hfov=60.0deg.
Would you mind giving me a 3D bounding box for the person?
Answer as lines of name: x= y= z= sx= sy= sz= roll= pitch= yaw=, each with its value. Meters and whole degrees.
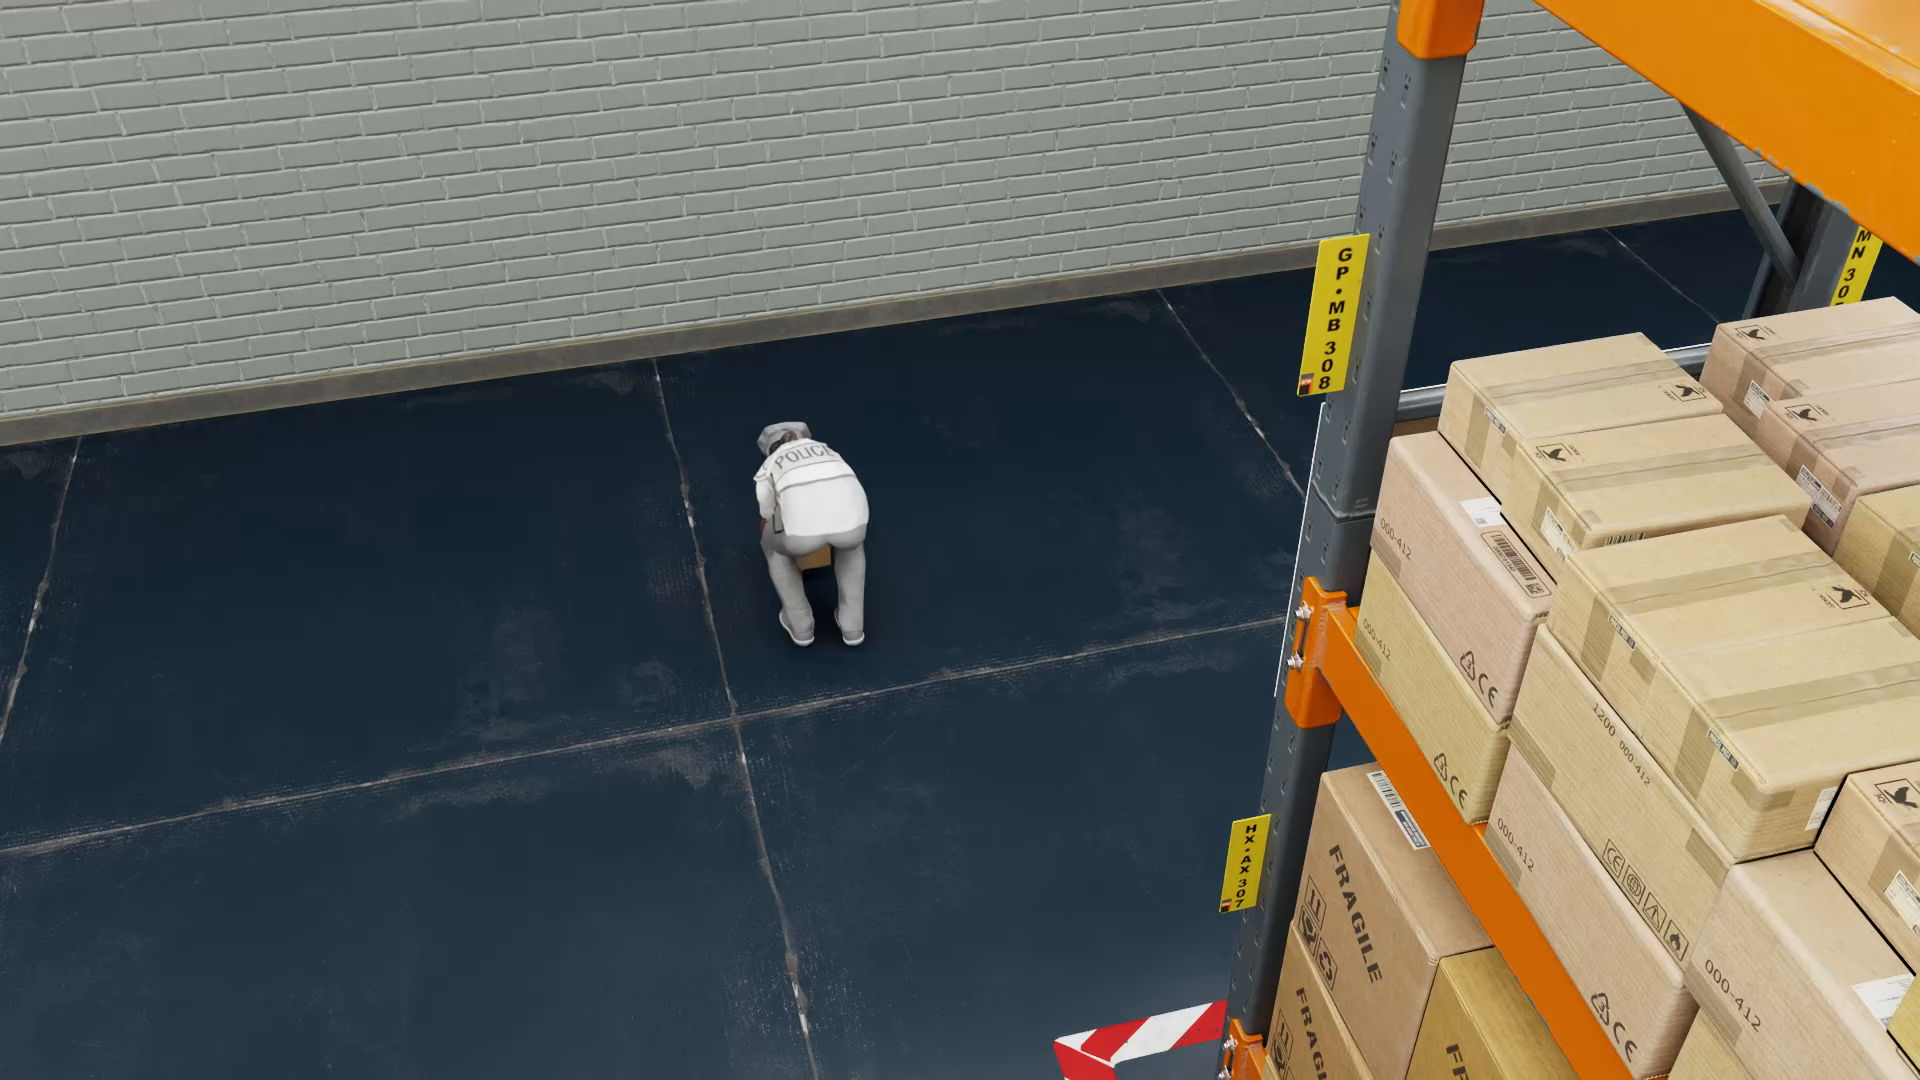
person: x=-0.624 y=-0.225 z=6.999 sx=0.511 sy=1.657 sz=0.426 roll=-11 pitch=40 yaw=-13
